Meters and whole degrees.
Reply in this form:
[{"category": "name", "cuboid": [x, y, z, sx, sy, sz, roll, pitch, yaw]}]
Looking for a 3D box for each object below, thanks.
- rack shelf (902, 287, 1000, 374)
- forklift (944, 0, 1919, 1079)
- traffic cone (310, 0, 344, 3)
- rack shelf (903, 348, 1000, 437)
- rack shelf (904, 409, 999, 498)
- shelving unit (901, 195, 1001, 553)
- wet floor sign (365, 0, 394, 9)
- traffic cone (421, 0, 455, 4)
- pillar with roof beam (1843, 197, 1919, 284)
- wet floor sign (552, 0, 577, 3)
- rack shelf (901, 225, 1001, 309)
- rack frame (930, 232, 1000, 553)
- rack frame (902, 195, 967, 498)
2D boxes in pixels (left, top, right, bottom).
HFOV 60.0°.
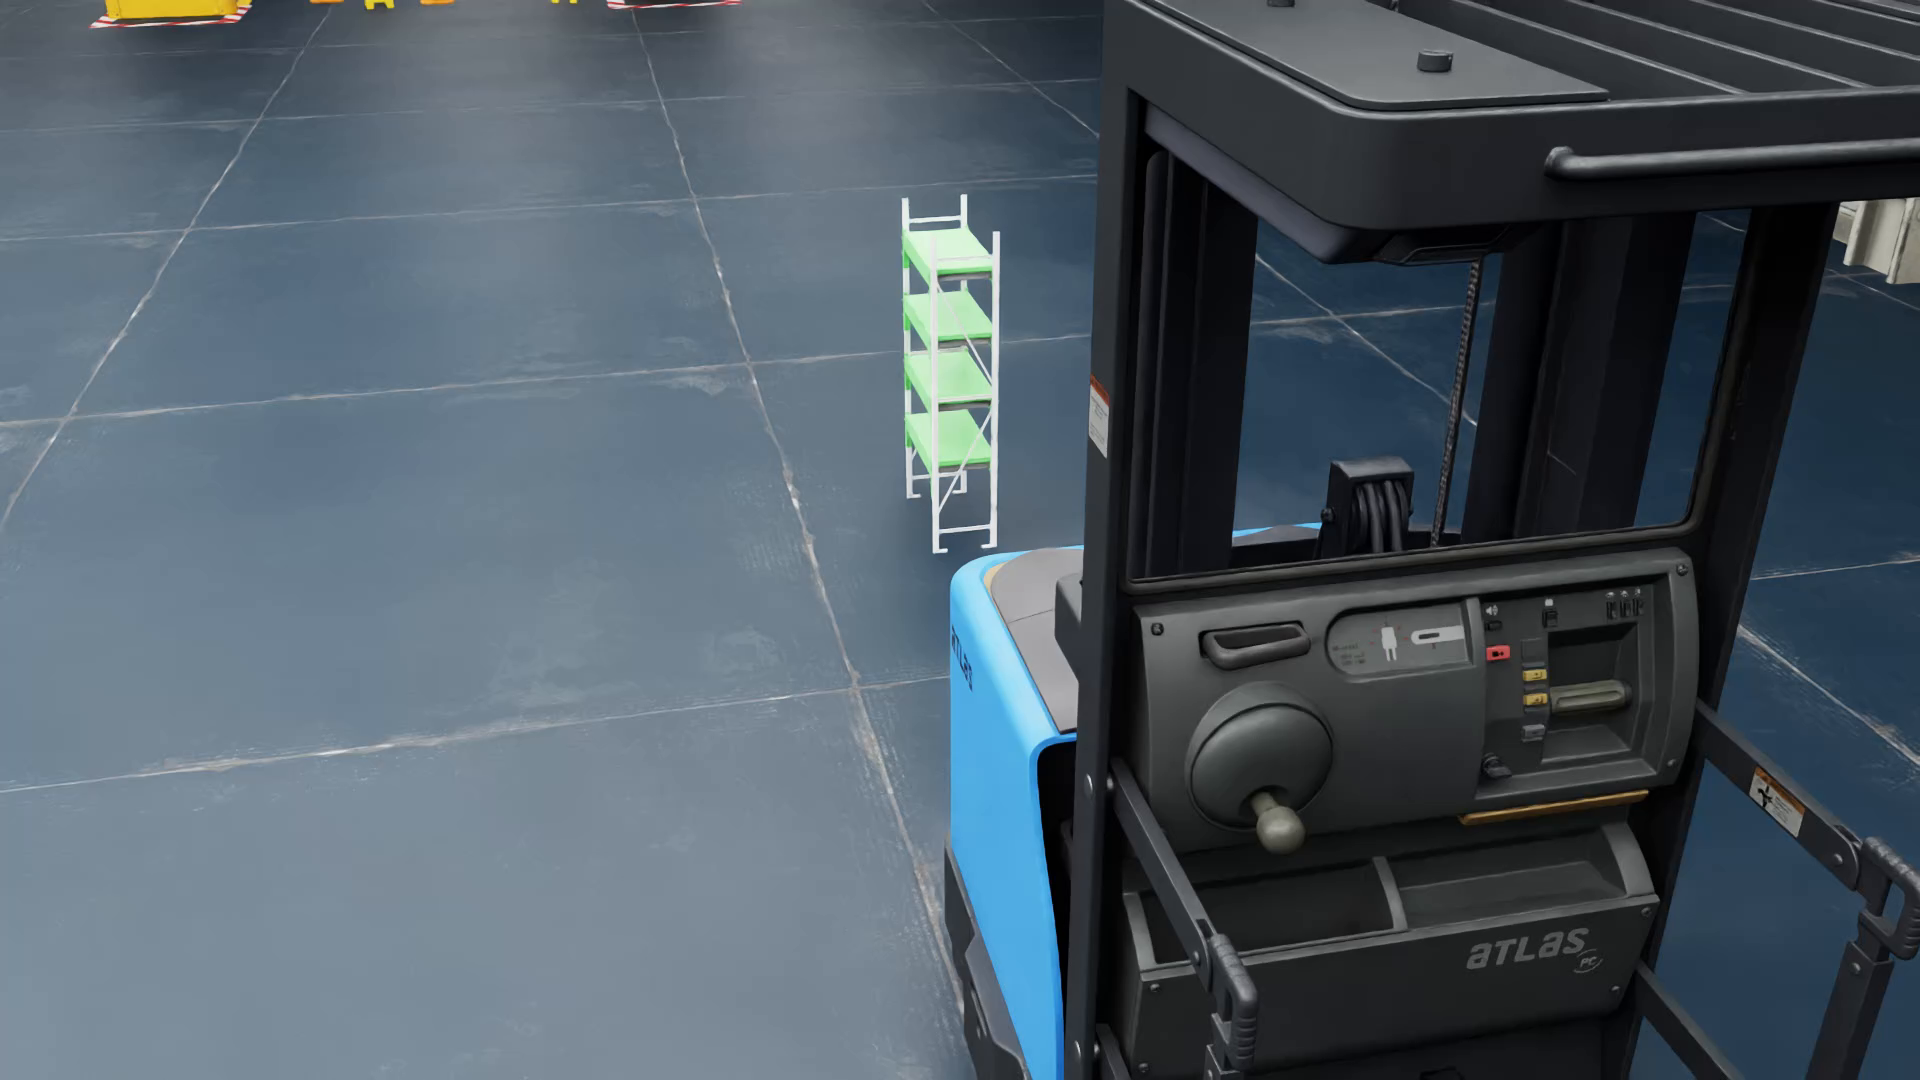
[{"category": "rack shelf", "cuboid": [-0.037, -0.766, 6.044, 0.258, 0.148, 0.480, -6, 27, -12]}, {"category": "forklift", "cuboid": [0.779, 0.289, 2.424, 1.130, 2.935, 3.031, -6, 27, -11]}, {"category": "traffic cone", "cuboid": [-6.651, -5.887, 17.399, 0.336, 0.463, 0.334, -6, 27, -12]}, {"category": "rack shelf", "cuboid": [-0.037, -0.551, 6.152, 0.258, 0.148, 0.480, -6, 27, -12]}, {"category": "rack shelf", "cuboid": [-0.037, -0.337, 6.261, 0.258, 0.148, 0.480, -6, 27, -12]}, {"category": "shelving unit", "cuboid": [-0.037, -0.608, 6.124, 0.258, 1.200, 0.503, -6, 27, -12]}, {"category": "wet floor sign", "cuboid": [-5.979, -5.779, 16.984, 0.267, 0.644, 0.232, -11, 29, -20]}, {"category": "traffic cone", "cuboid": [-5.474, -5.852, 17.331, 0.336, 0.463, 0.334, -6, 27, -12]}, {"category": "pillar with roof beam", "cuboid": [0.951, -5.065, 6.297, 9.100, 9.000, 0.400, -6, 27, -12]}, {"category": "wet floor sign", "cuboid": [-4.115, -5.946, 17.314, 0.267, 0.644, 0.232, 3, 27, 6]}, {"category": "rack shelf", "cuboid": [-0.037, -0.980, 5.936, 0.258, 0.148, 0.480, -6, 27, -12]}, {"category": "rack frame", "cuboid": [0.018, -0.501, 5.911, 0.240, 1.200, 0.015, -6, 27, -12]}, {"category": "rack frame", "cuboid": [-0.092, -0.715, 6.336, 0.240, 1.200, 0.015, -6, 27, -12]}]
